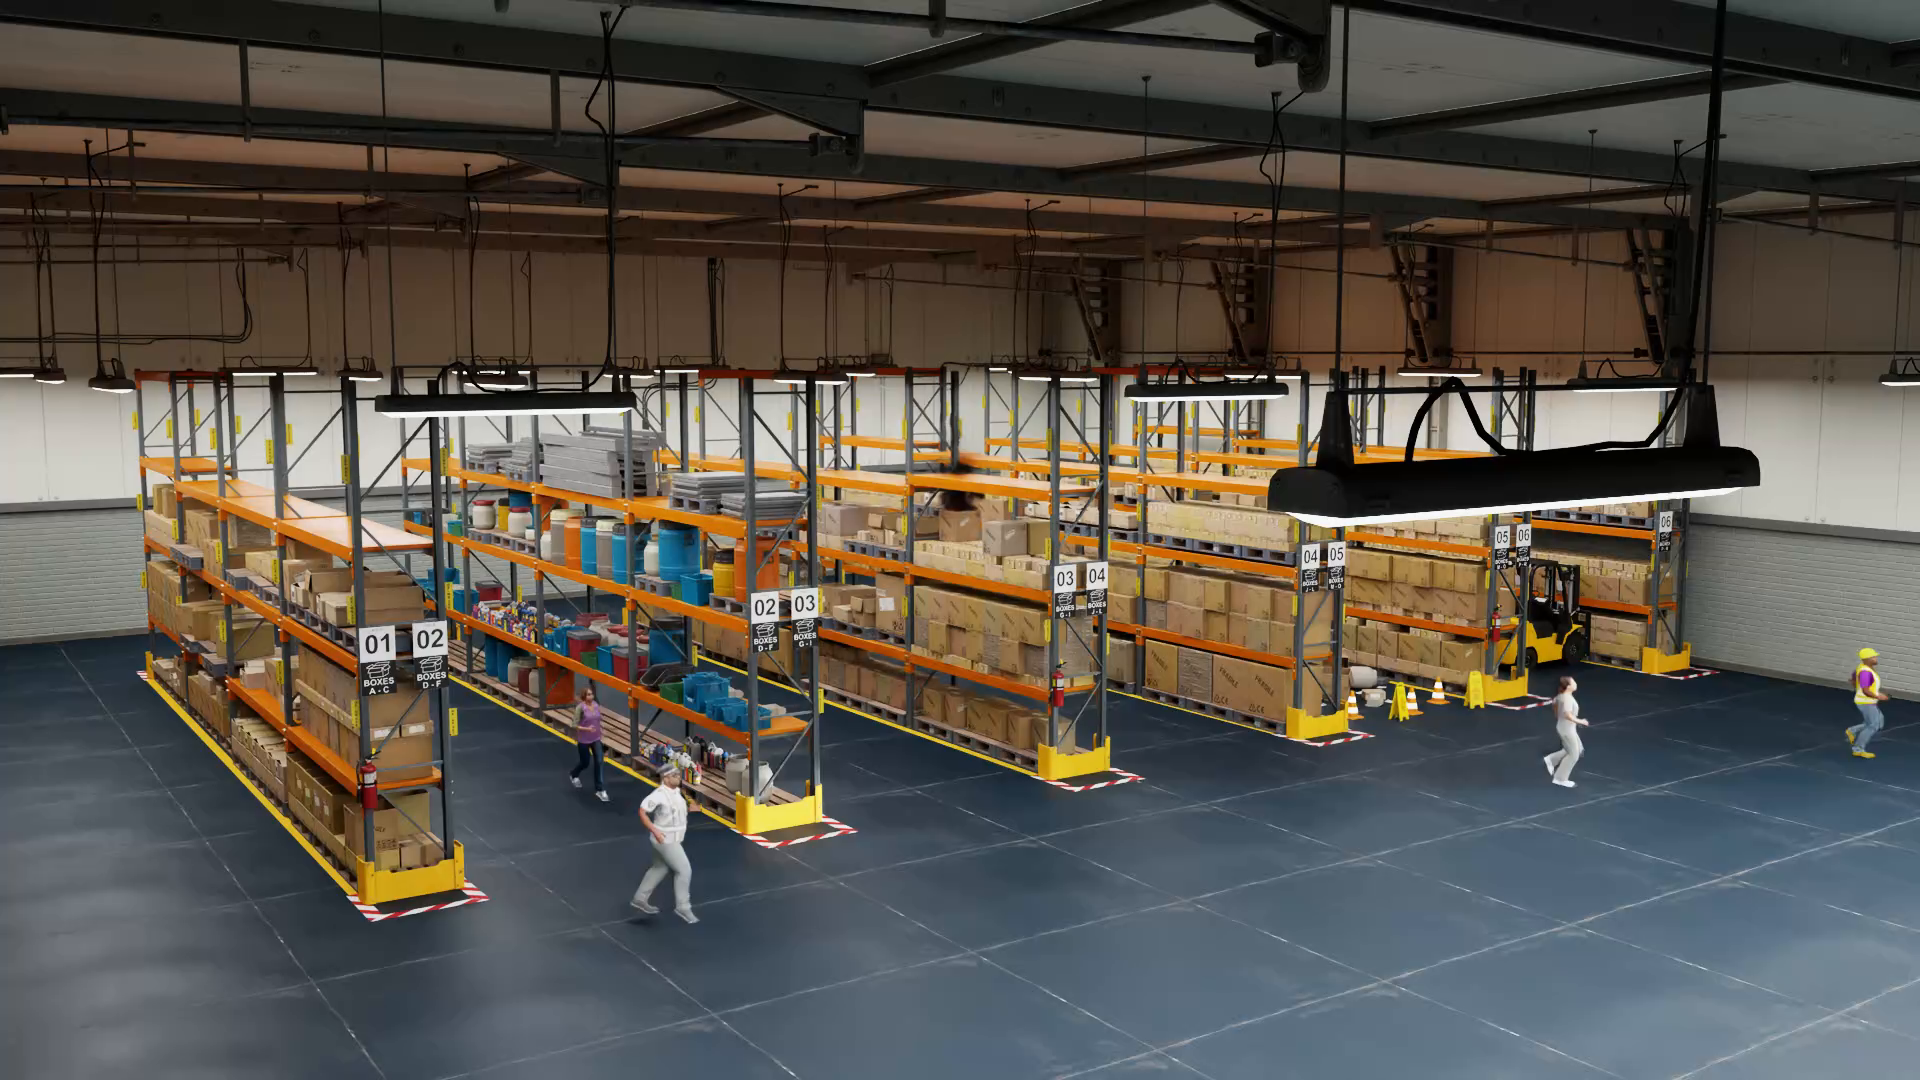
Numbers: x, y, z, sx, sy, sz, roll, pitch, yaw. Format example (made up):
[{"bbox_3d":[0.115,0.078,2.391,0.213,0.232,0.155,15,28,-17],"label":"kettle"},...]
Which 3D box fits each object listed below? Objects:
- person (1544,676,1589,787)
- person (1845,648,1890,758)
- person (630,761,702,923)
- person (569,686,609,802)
[{"bbox_3d":[8.873,2.784,24.311,0.575,1.636,0.601,1,7,10],"label":"person"},{"bbox_3d":[14.215,2.544,26.035,0.582,1.723,0.700,3,7,25],"label":"person"},{"bbox_3d":[-3.294,3.371,18.594,0.811,1.856,0.629,0,6,-2],"label":"person"},{"bbox_3d":[-5.289,2.867,23.640,0.538,1.605,0.877,-6,9,-43],"label":"person"}]
